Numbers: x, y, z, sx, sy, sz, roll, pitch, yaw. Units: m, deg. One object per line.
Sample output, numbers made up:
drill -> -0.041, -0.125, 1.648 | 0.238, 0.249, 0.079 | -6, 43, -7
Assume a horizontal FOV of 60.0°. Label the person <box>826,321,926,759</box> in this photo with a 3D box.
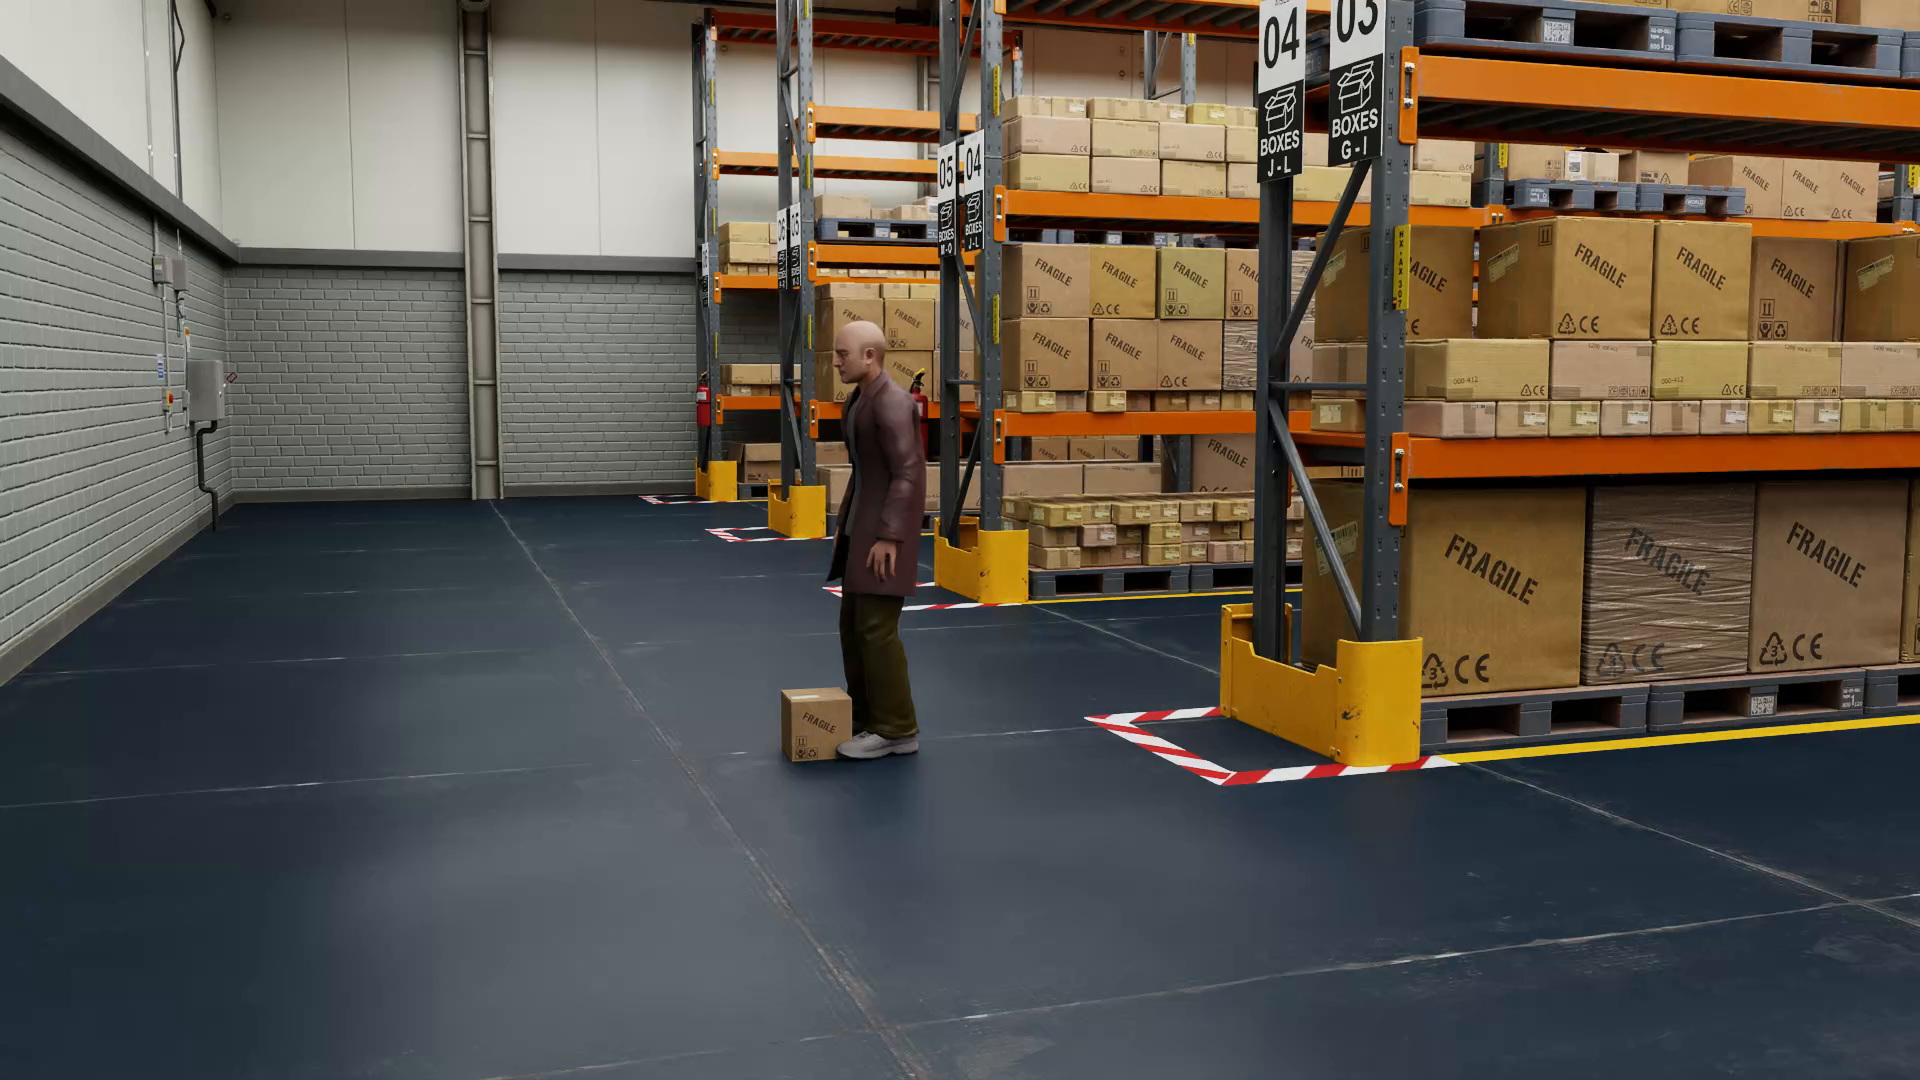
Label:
person -> -0.357, -0.009, 6.853 | 0.415, 1.774, 0.655 | -2, 6, -20
